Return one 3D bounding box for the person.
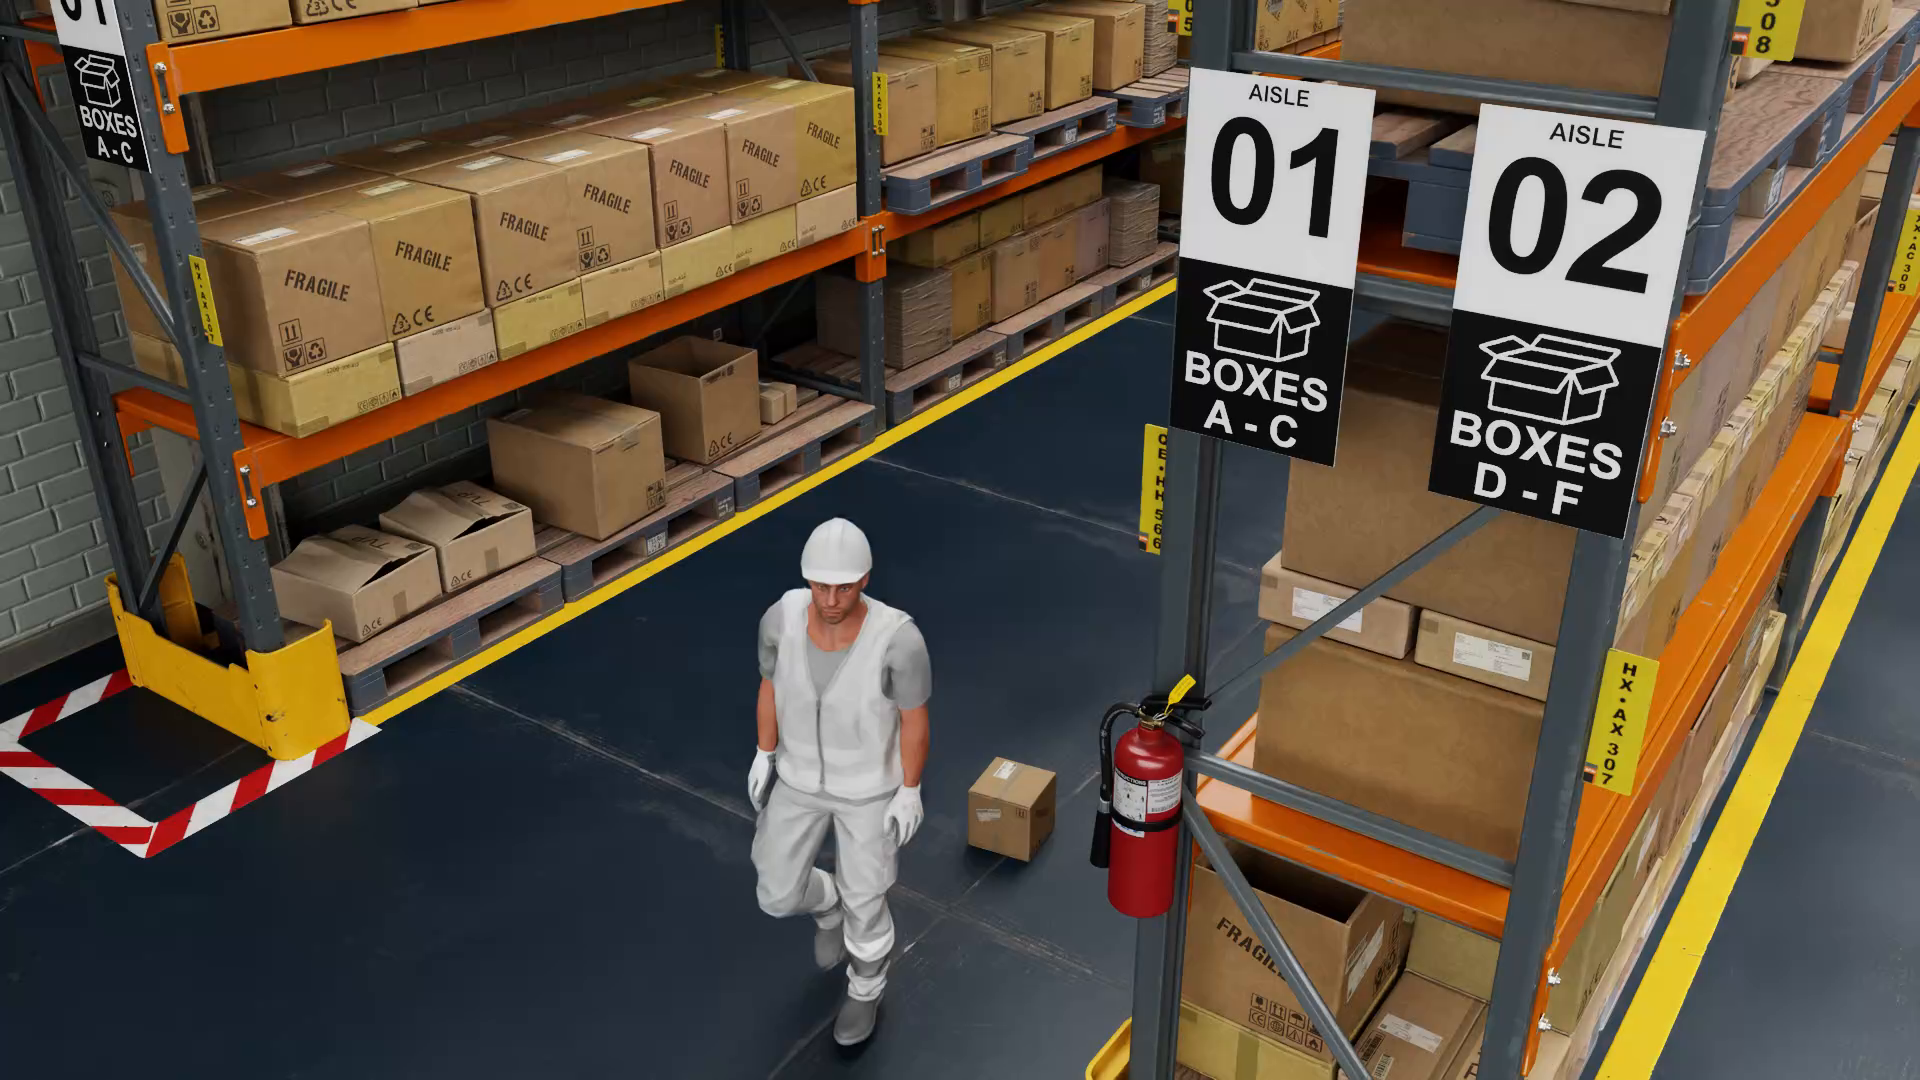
[{"bbox_3d":[-0.368,0.715,5.104,0.585,1.777,0.502,8,28,15],"label":"person"}]
